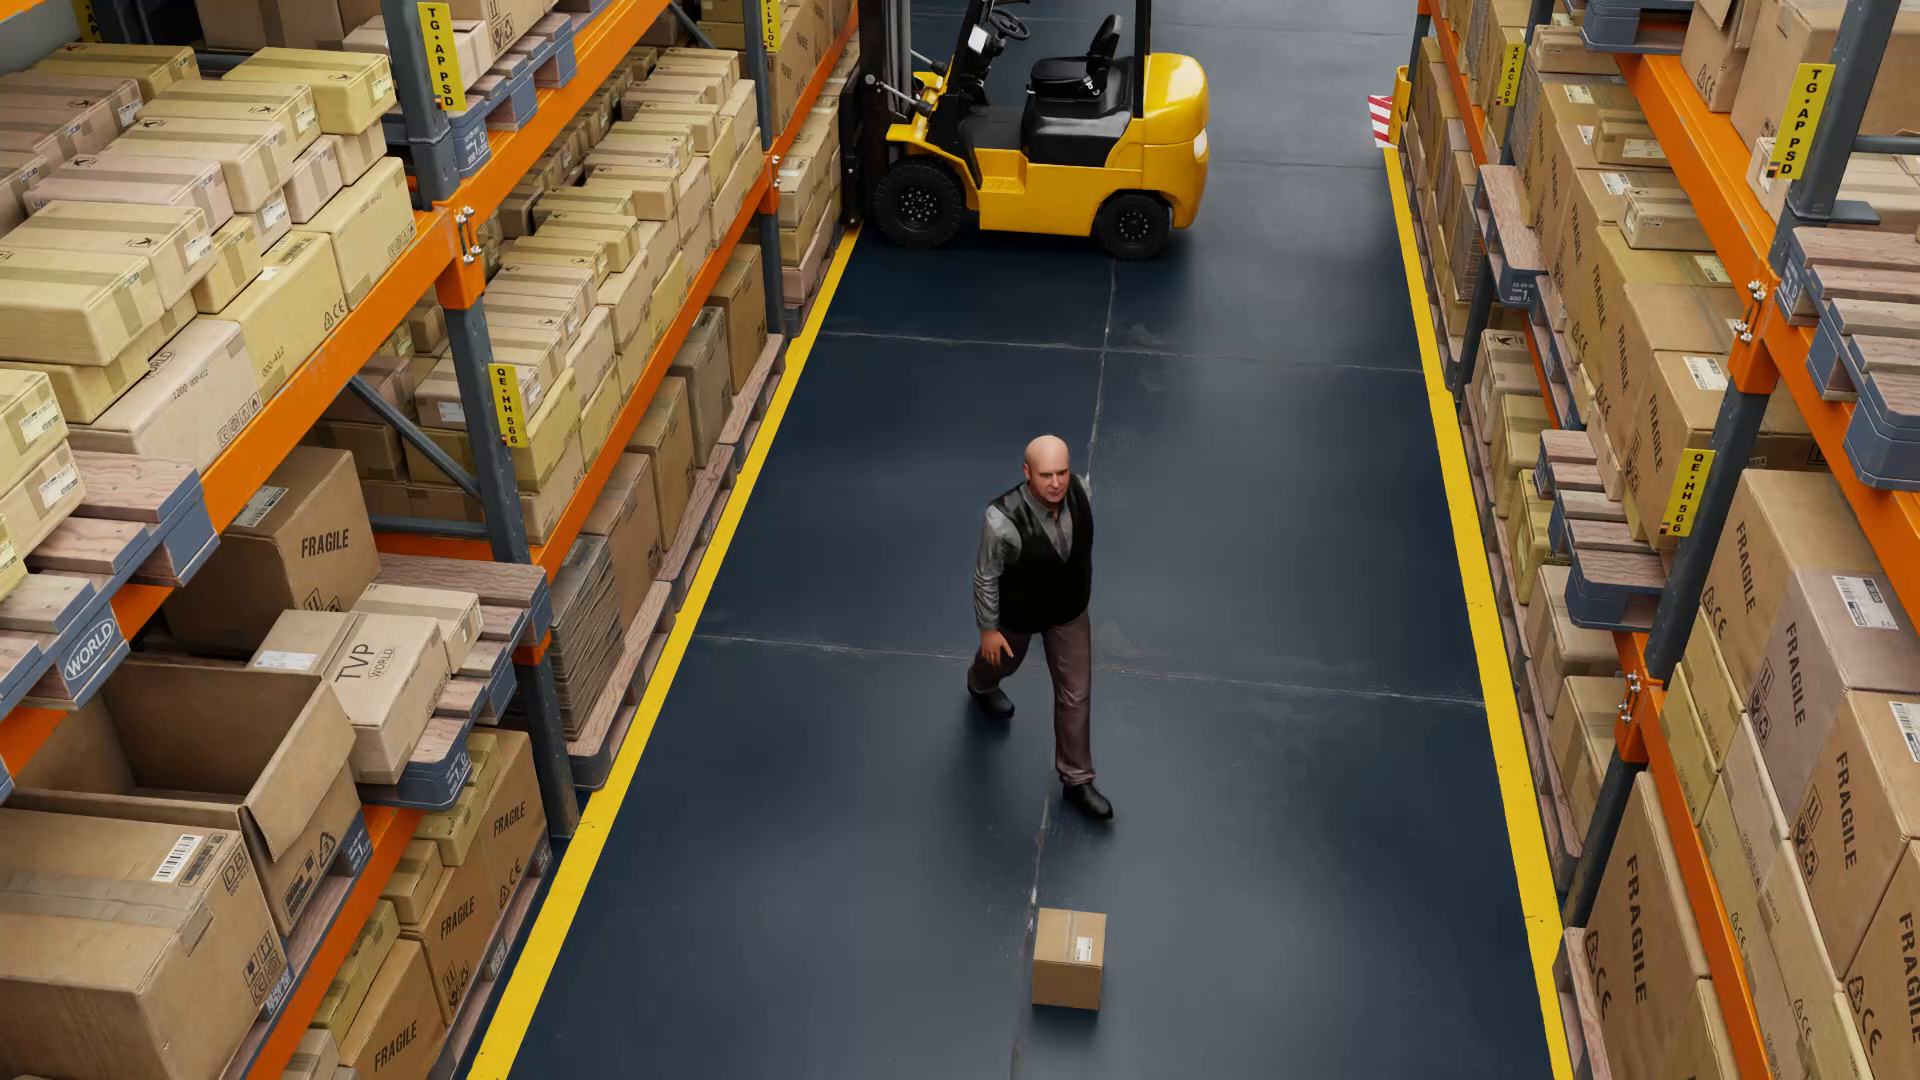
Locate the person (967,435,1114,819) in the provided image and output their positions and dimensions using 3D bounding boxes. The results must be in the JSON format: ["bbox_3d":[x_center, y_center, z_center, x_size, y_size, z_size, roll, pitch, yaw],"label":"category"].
[{"bbox_3d":[0.292,0.279,6.706,0.553,1.676,1.033,-14,38,-19],"label":"person"}]
